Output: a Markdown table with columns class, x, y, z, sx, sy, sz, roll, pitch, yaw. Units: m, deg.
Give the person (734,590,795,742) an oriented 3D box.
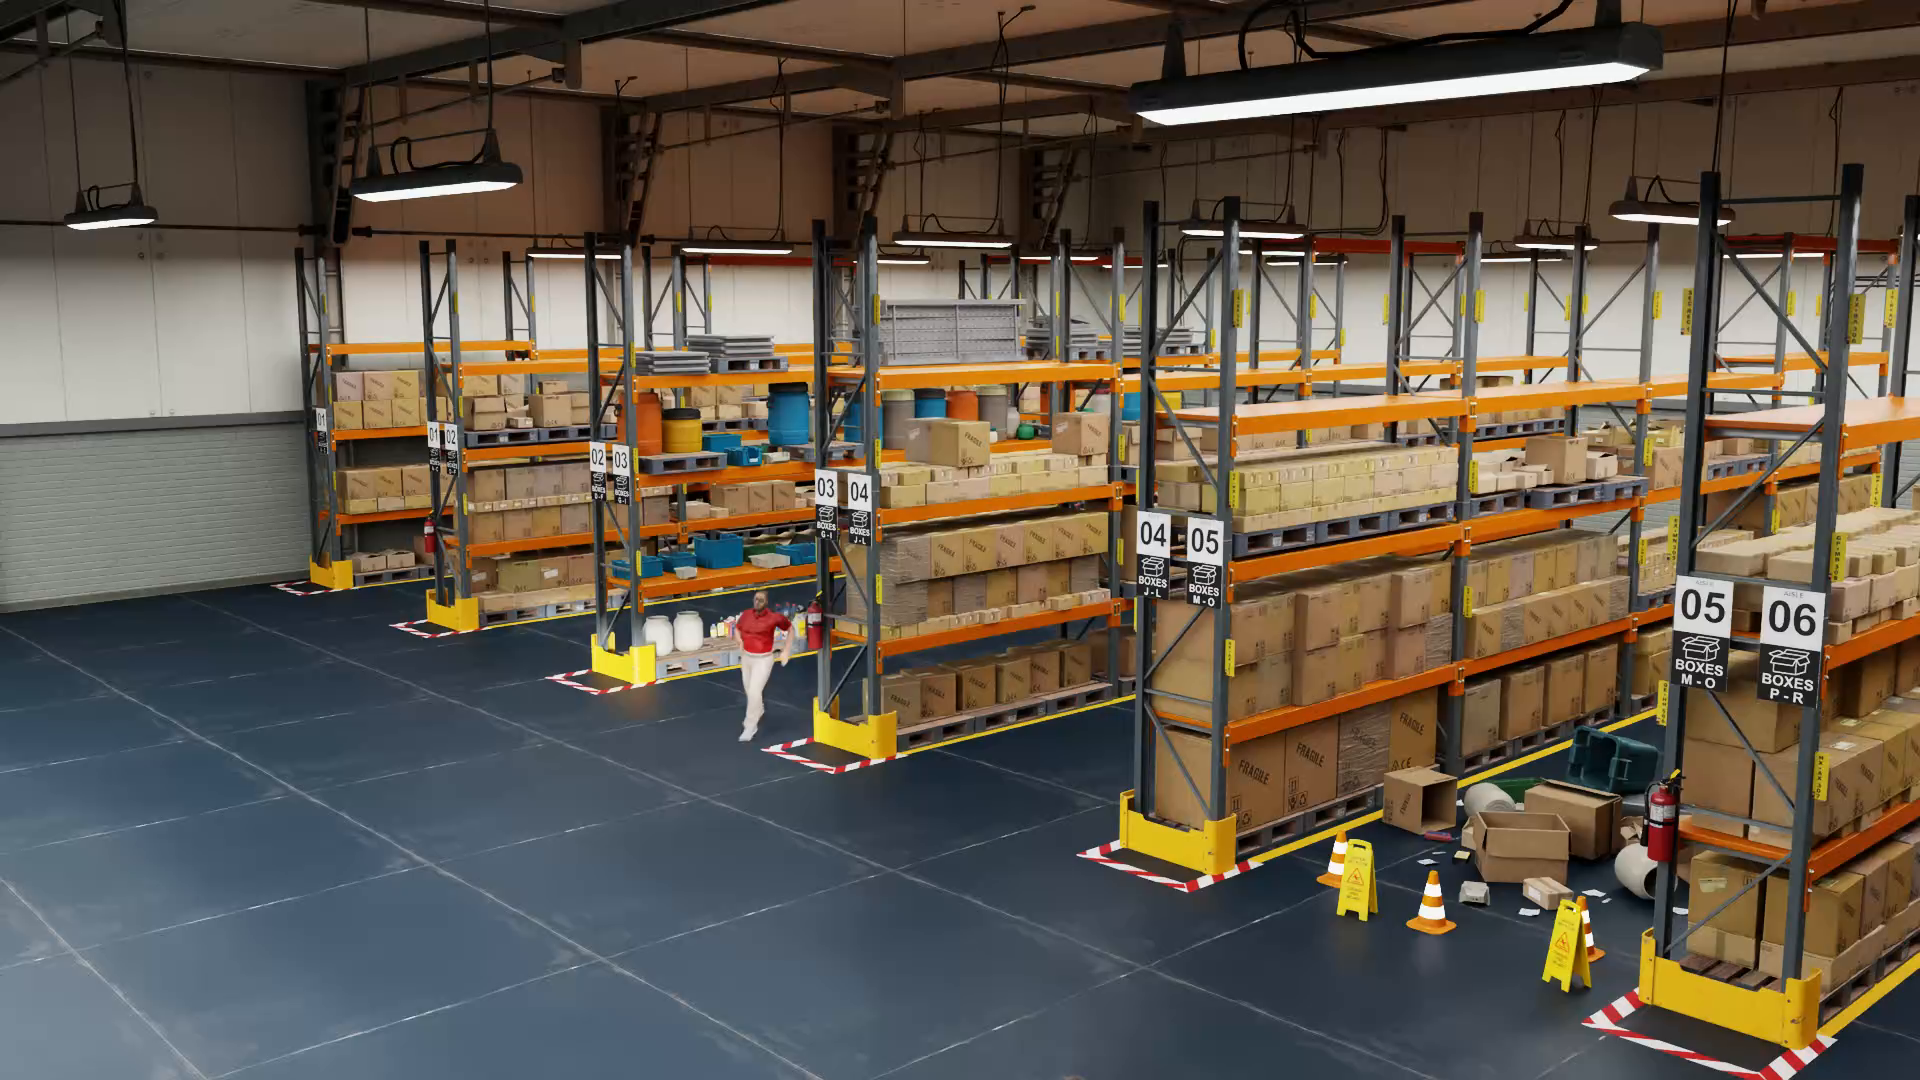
| class | x | y | z | sx | sy | sz | roll | pitch | yaw |
| --- | --- | --- | --- | --- | --- | --- | --- | --- | --- |
| person | -2.346 | 1.464 | 19.633 | 0.713 | 1.792 | 0.803 | 4 | 9 | 24 |
